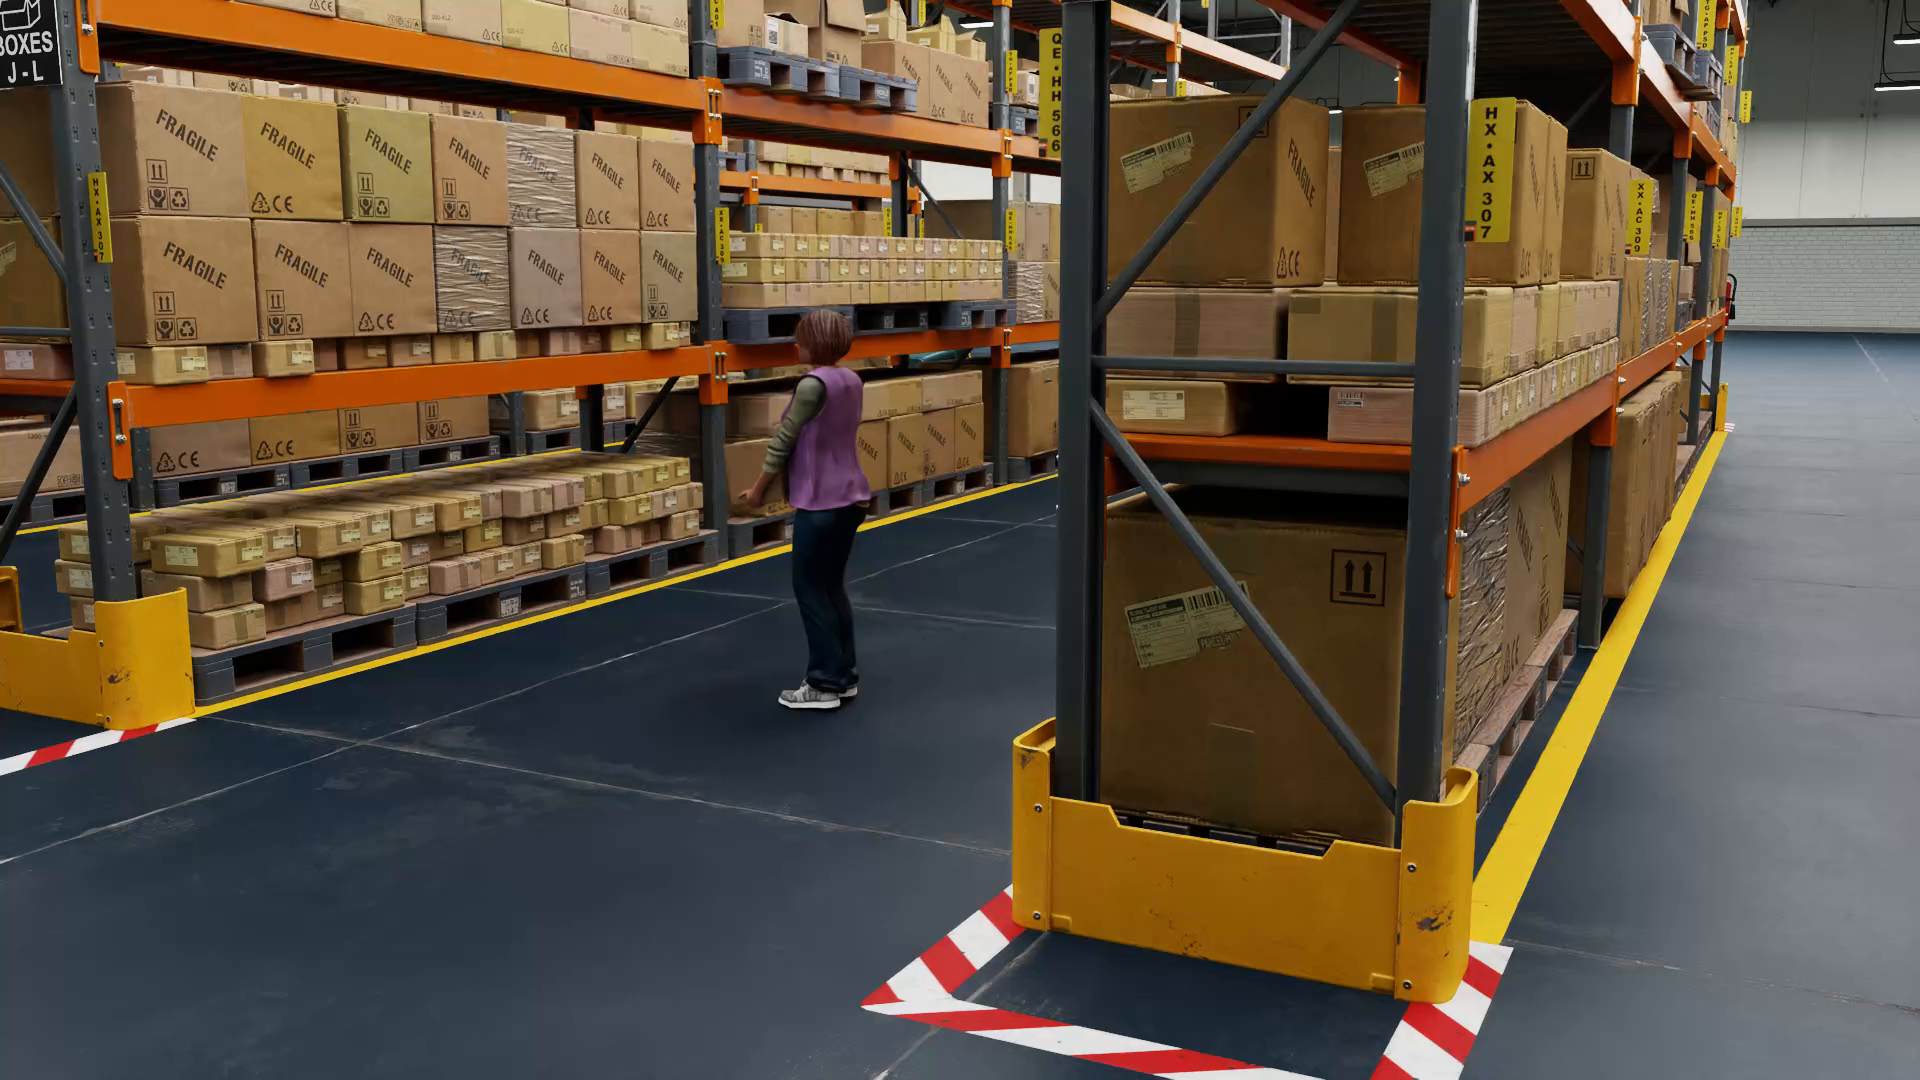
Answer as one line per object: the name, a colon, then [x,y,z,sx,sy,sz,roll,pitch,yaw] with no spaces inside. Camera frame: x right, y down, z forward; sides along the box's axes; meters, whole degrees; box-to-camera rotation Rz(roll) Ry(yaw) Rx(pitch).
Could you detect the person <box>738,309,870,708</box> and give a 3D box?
person: [-0.611,-0.125,6.696,0.495,1.592,0.401,5,10,27]
